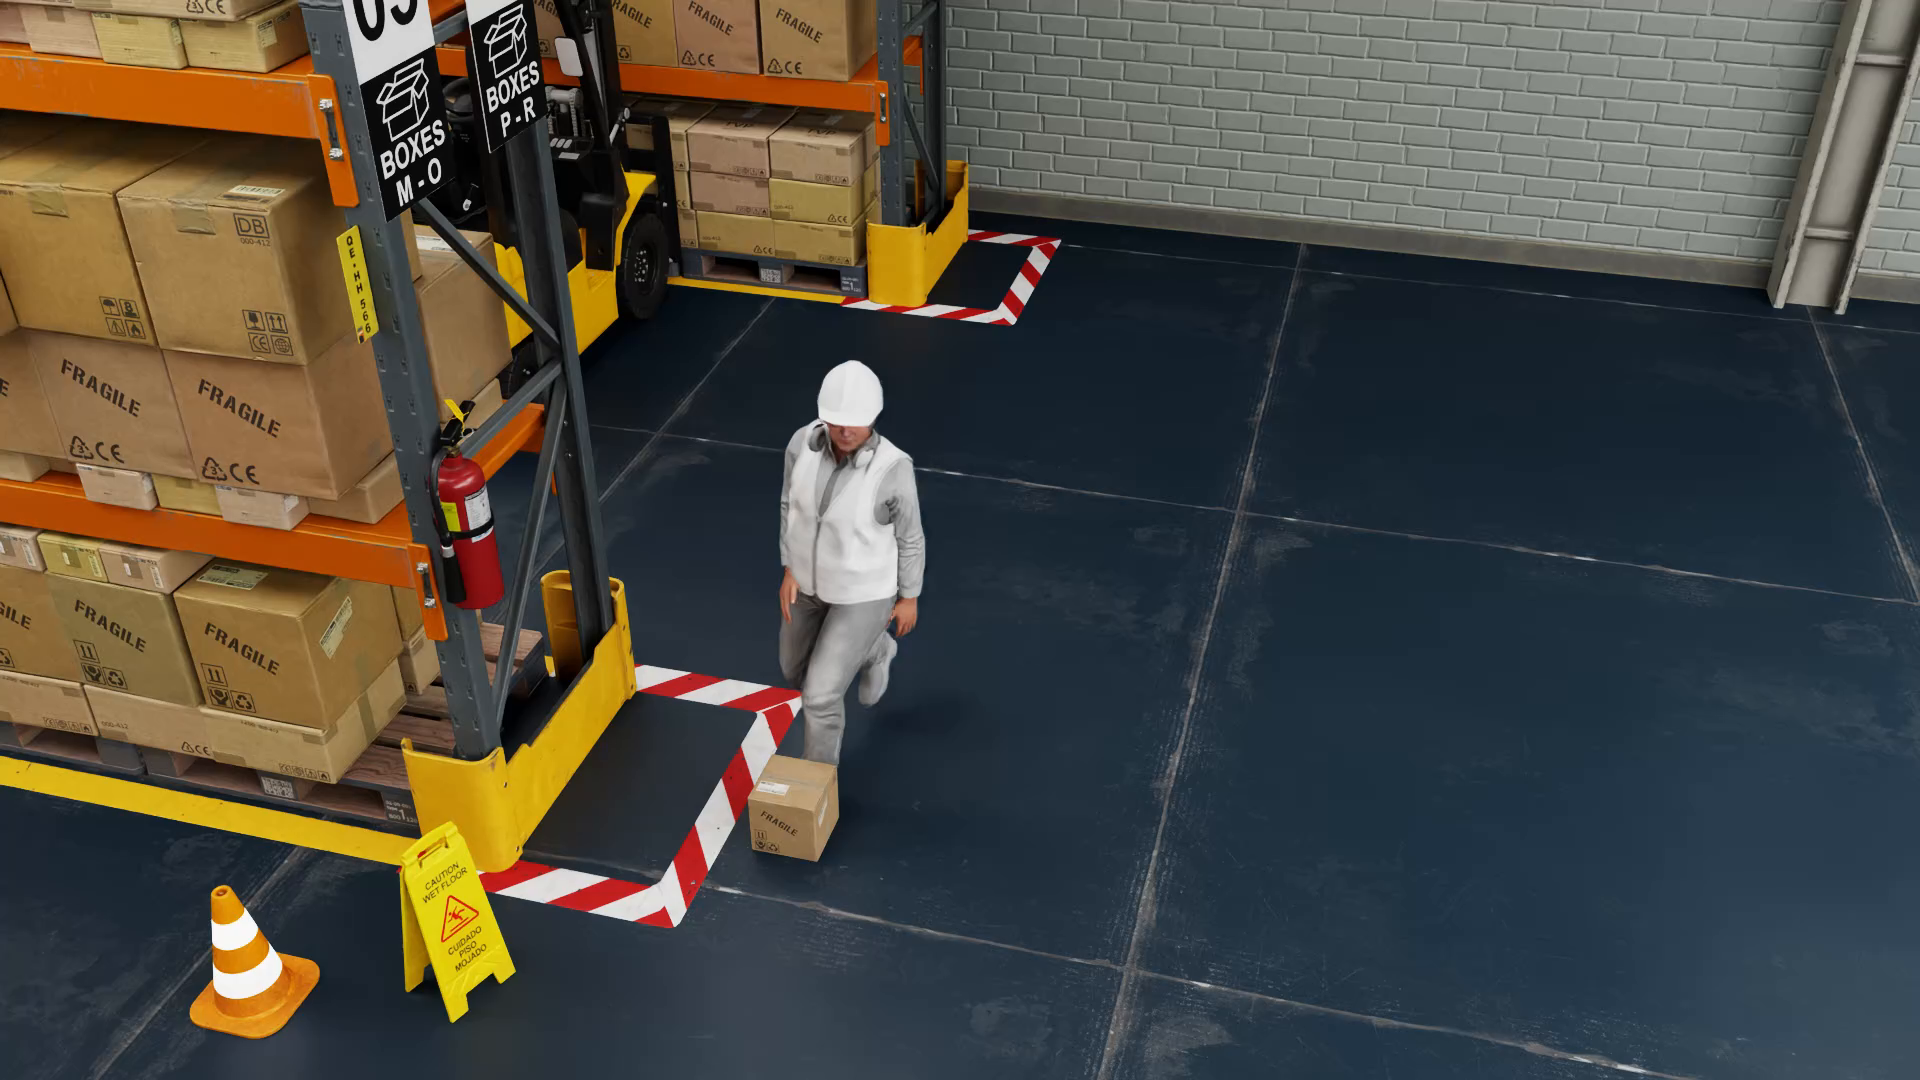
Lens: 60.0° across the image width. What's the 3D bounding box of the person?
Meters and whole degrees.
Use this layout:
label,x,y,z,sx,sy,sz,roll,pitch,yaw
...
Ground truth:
label,x,y,z,sx,sy,sz,roll,pitch,yaw
person,-0.434,0.154,5.951,0.533,1.690,0.909,19,37,27
